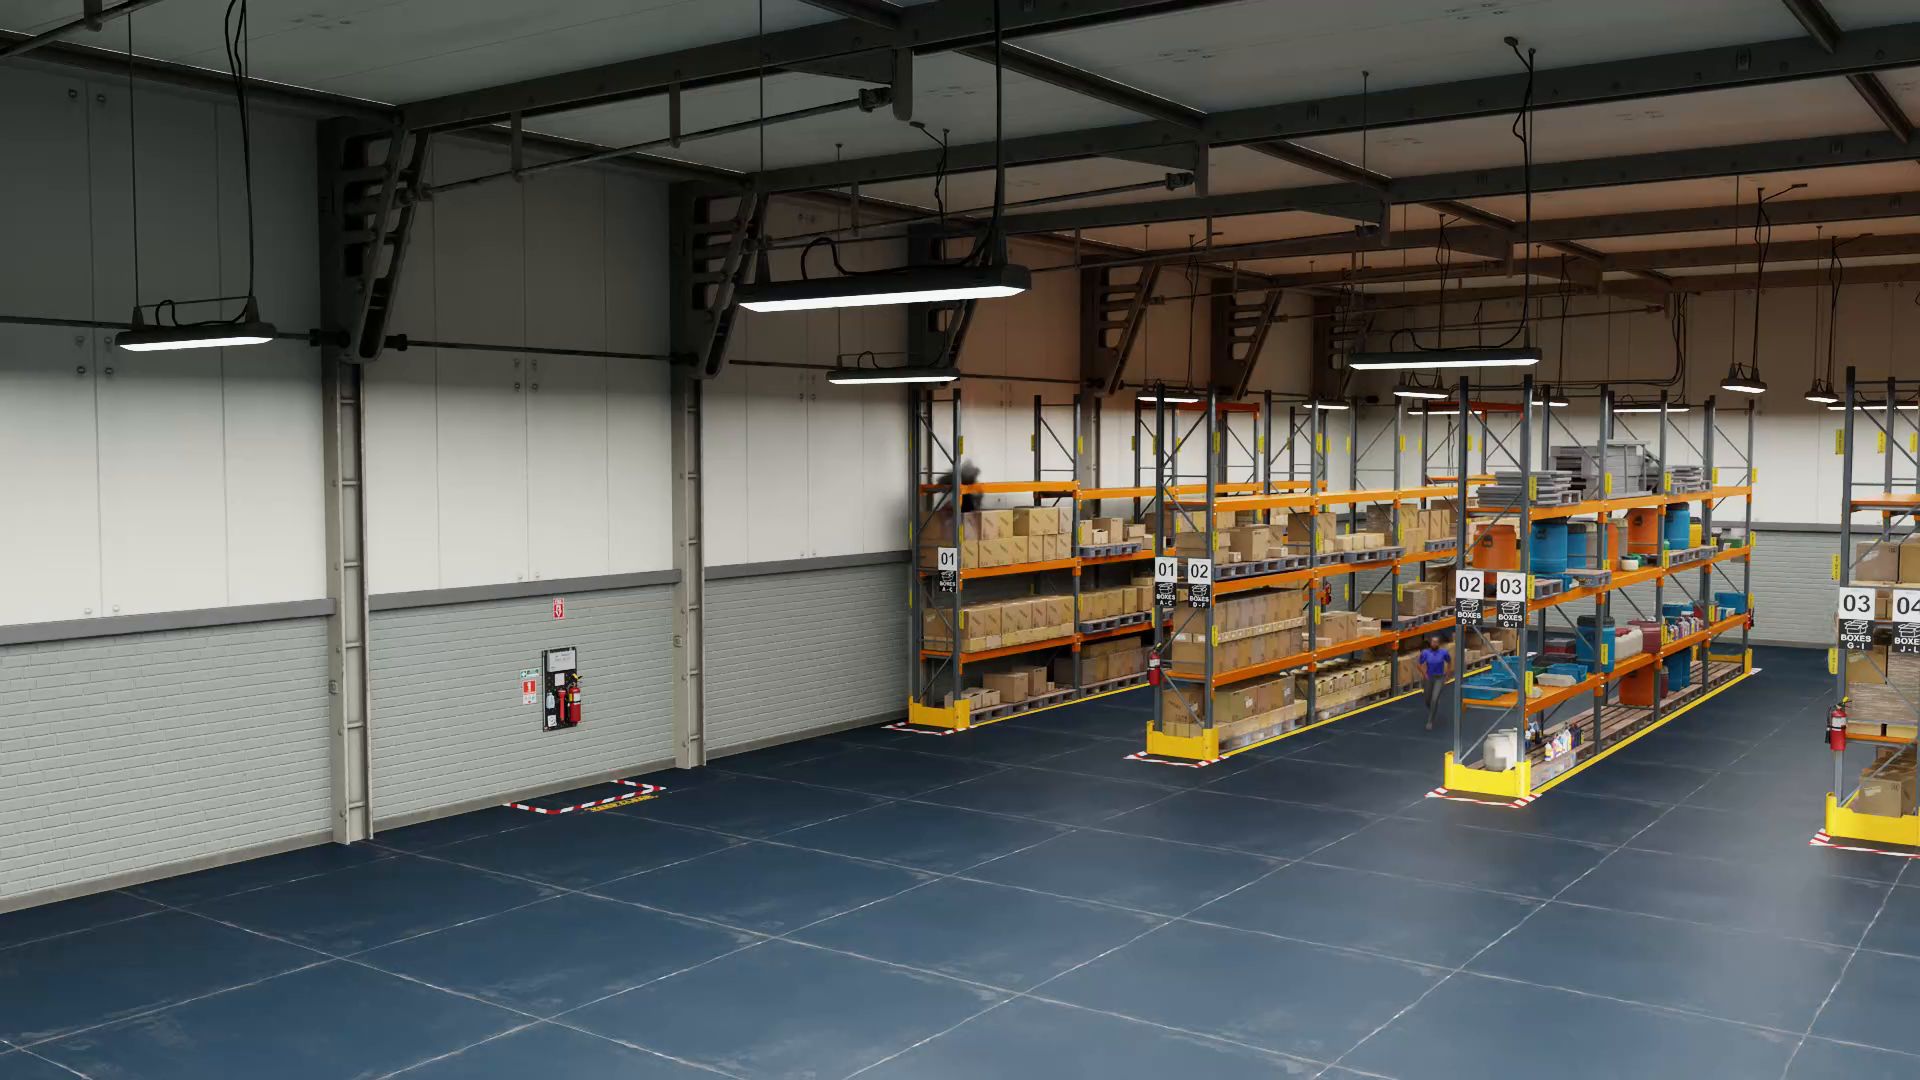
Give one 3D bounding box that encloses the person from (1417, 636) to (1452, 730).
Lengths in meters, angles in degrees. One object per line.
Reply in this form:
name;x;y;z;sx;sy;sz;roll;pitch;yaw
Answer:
person;8.439;2.514;29.582;0.599;1.647;0.867;1;3;19
